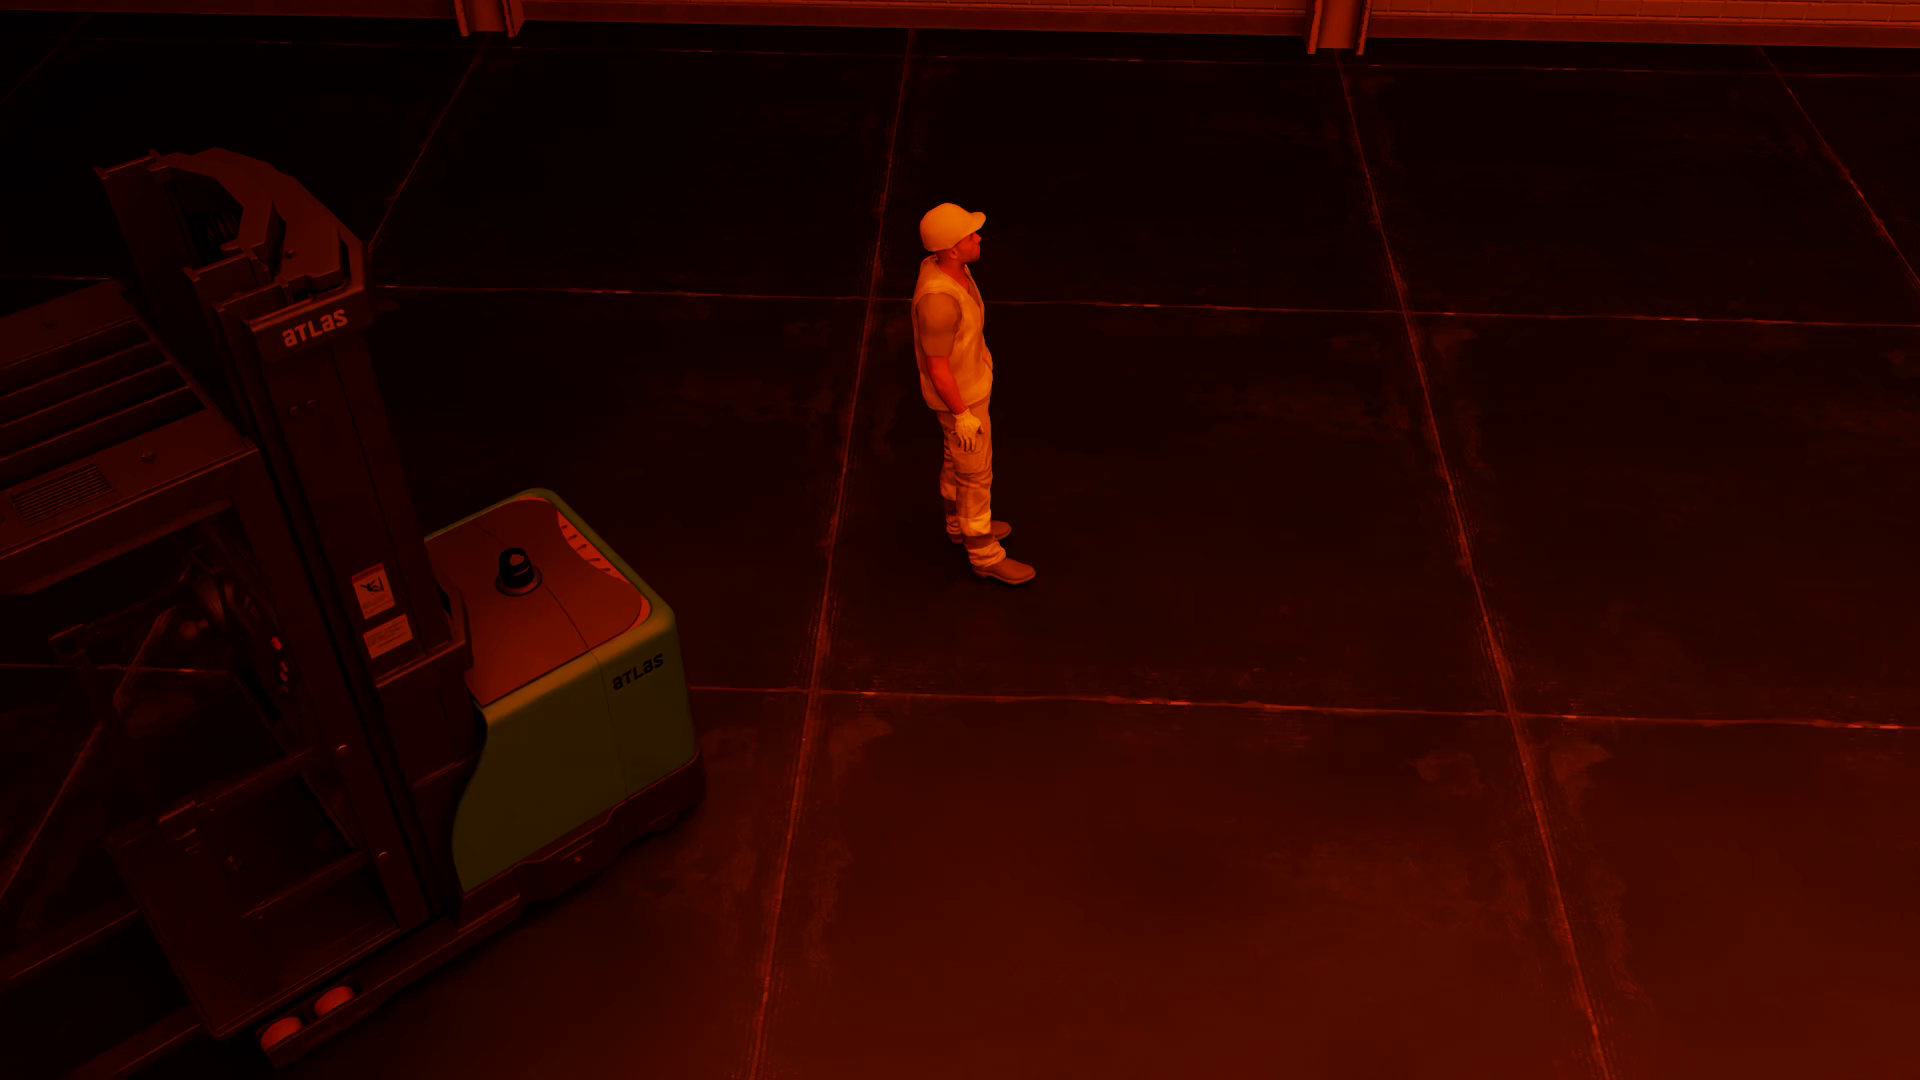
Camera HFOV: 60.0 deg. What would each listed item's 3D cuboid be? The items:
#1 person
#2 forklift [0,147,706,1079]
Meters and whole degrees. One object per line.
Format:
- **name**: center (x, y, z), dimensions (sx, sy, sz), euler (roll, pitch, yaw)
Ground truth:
- **person**: center (0.081, -0.656, 7.296), dimensions (0.560, 1.790, 0.637), euler (2, 42, 2)
- **forklift**: center (-2.479, 0.365, 5.343), dimensions (3.031, 2.935, 1.130), euler (-29, 50, -28)
